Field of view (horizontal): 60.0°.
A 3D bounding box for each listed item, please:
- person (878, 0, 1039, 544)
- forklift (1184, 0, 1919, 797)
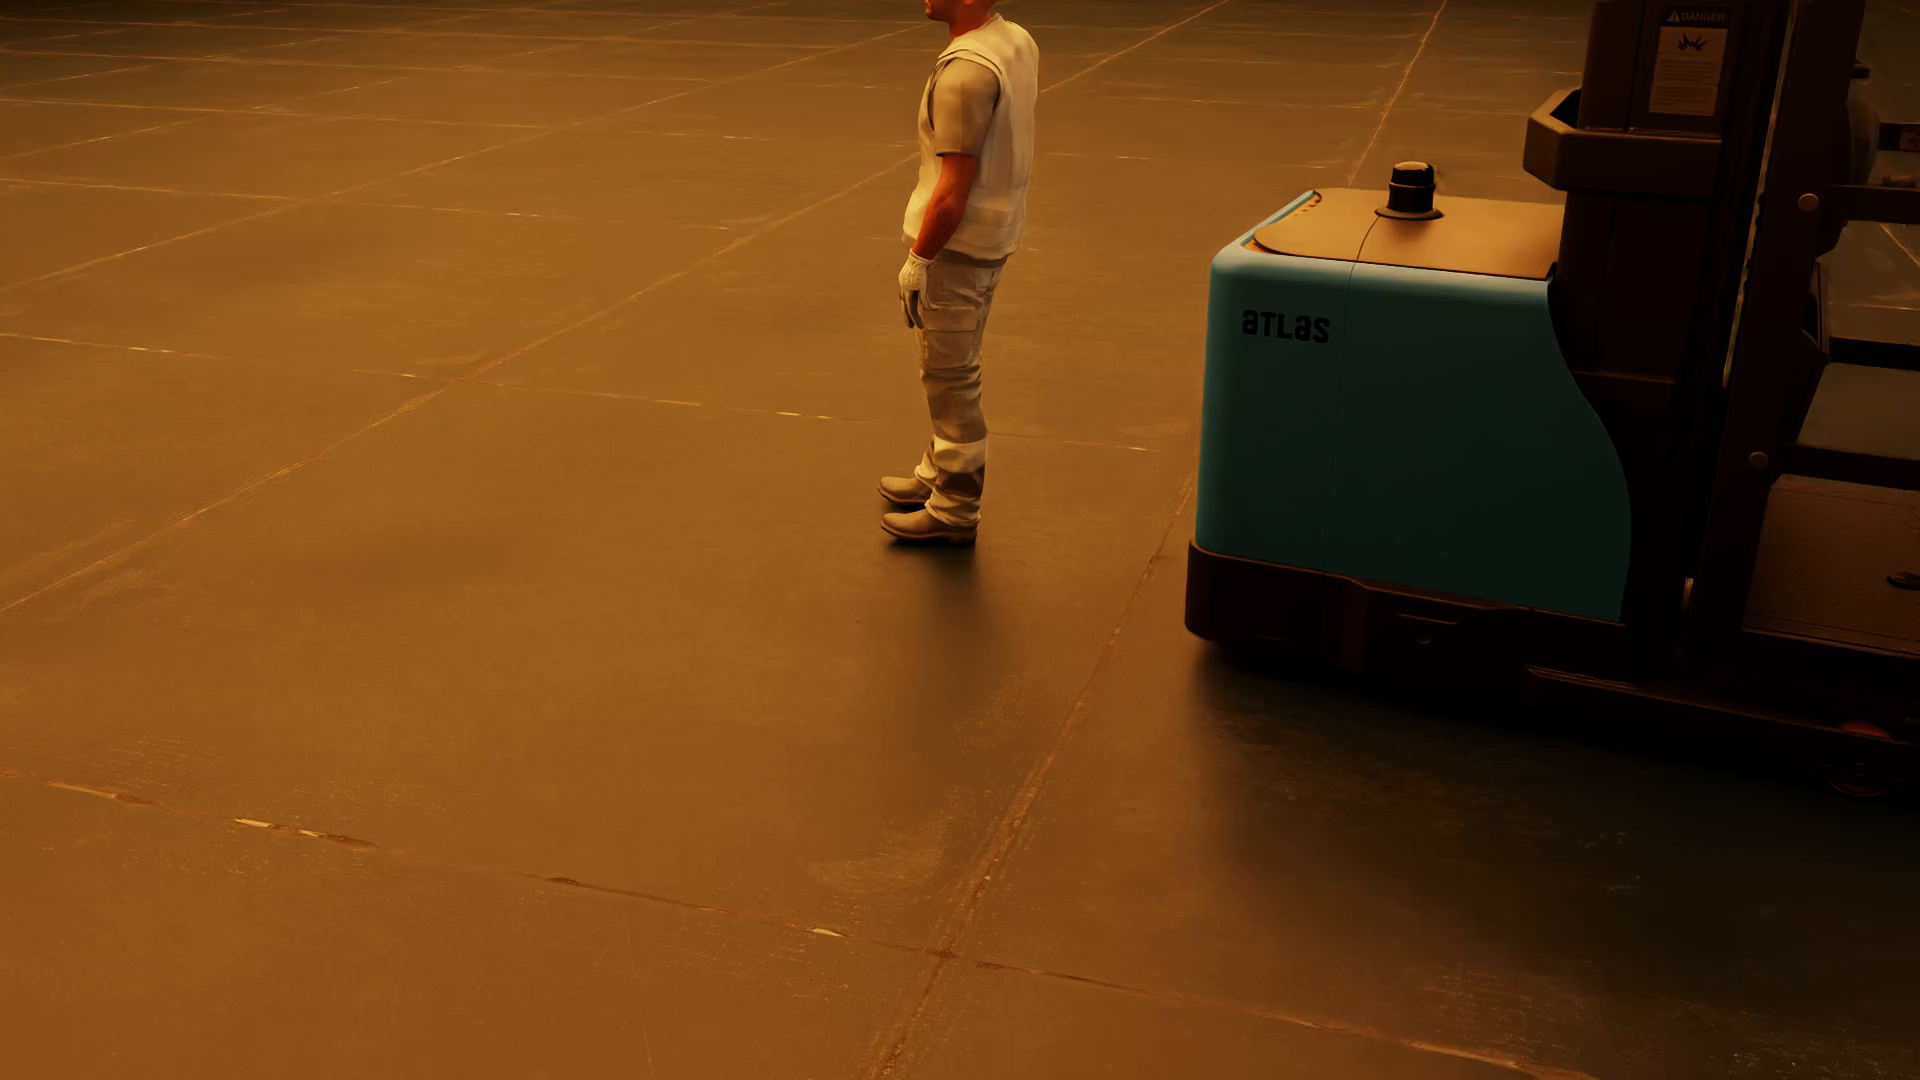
[{"bbox_3d":[-0.073,-0.847,4.809,0.564,1.787,0.638,7,23,16],"label":"person"},{"bbox_3d":[2.152,-0.979,3.651,3.031,2.935,1.130,10,25,23],"label":"forklift"}]
